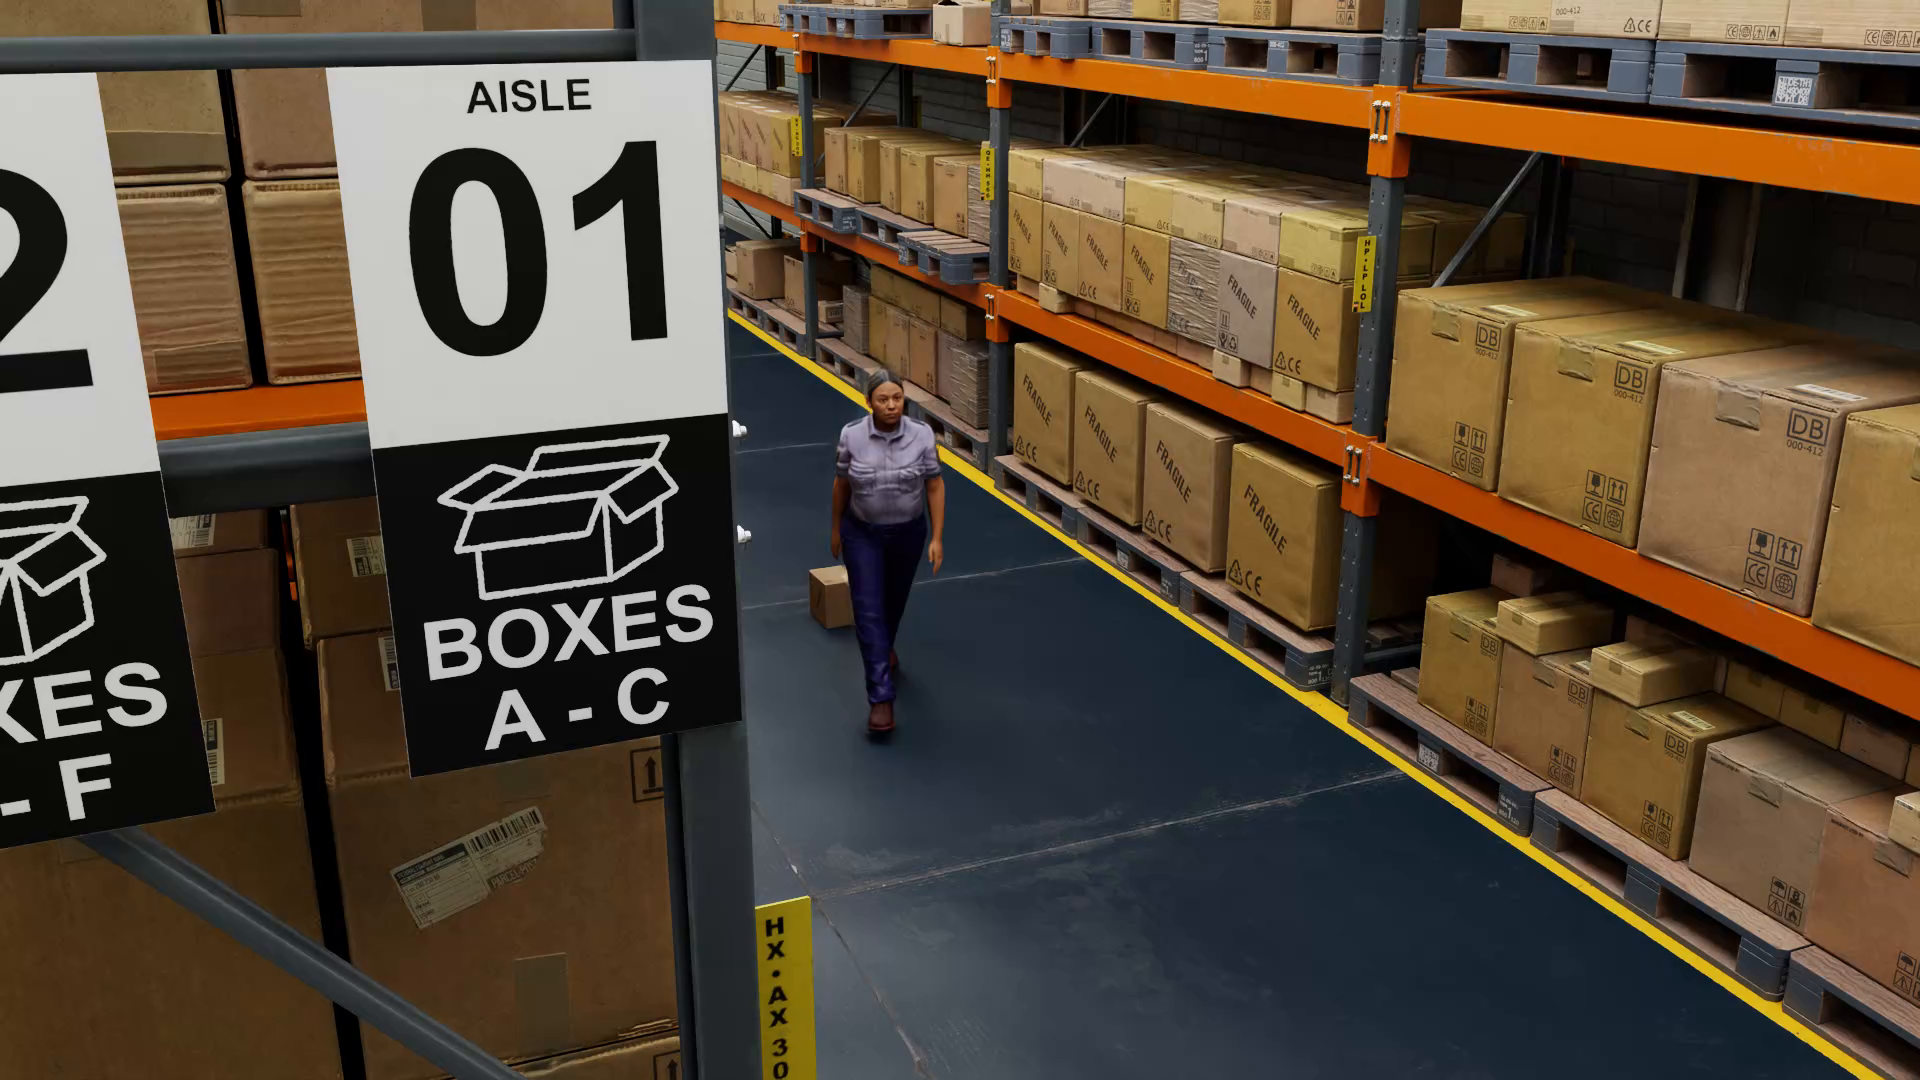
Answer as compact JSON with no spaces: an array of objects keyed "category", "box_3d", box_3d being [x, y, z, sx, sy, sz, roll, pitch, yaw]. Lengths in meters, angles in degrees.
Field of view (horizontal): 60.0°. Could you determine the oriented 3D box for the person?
[{"category":"person","box_3d":[-0.322,-0.020,7.653,0.506,1.573,1.024,-4,19,-13]}]
